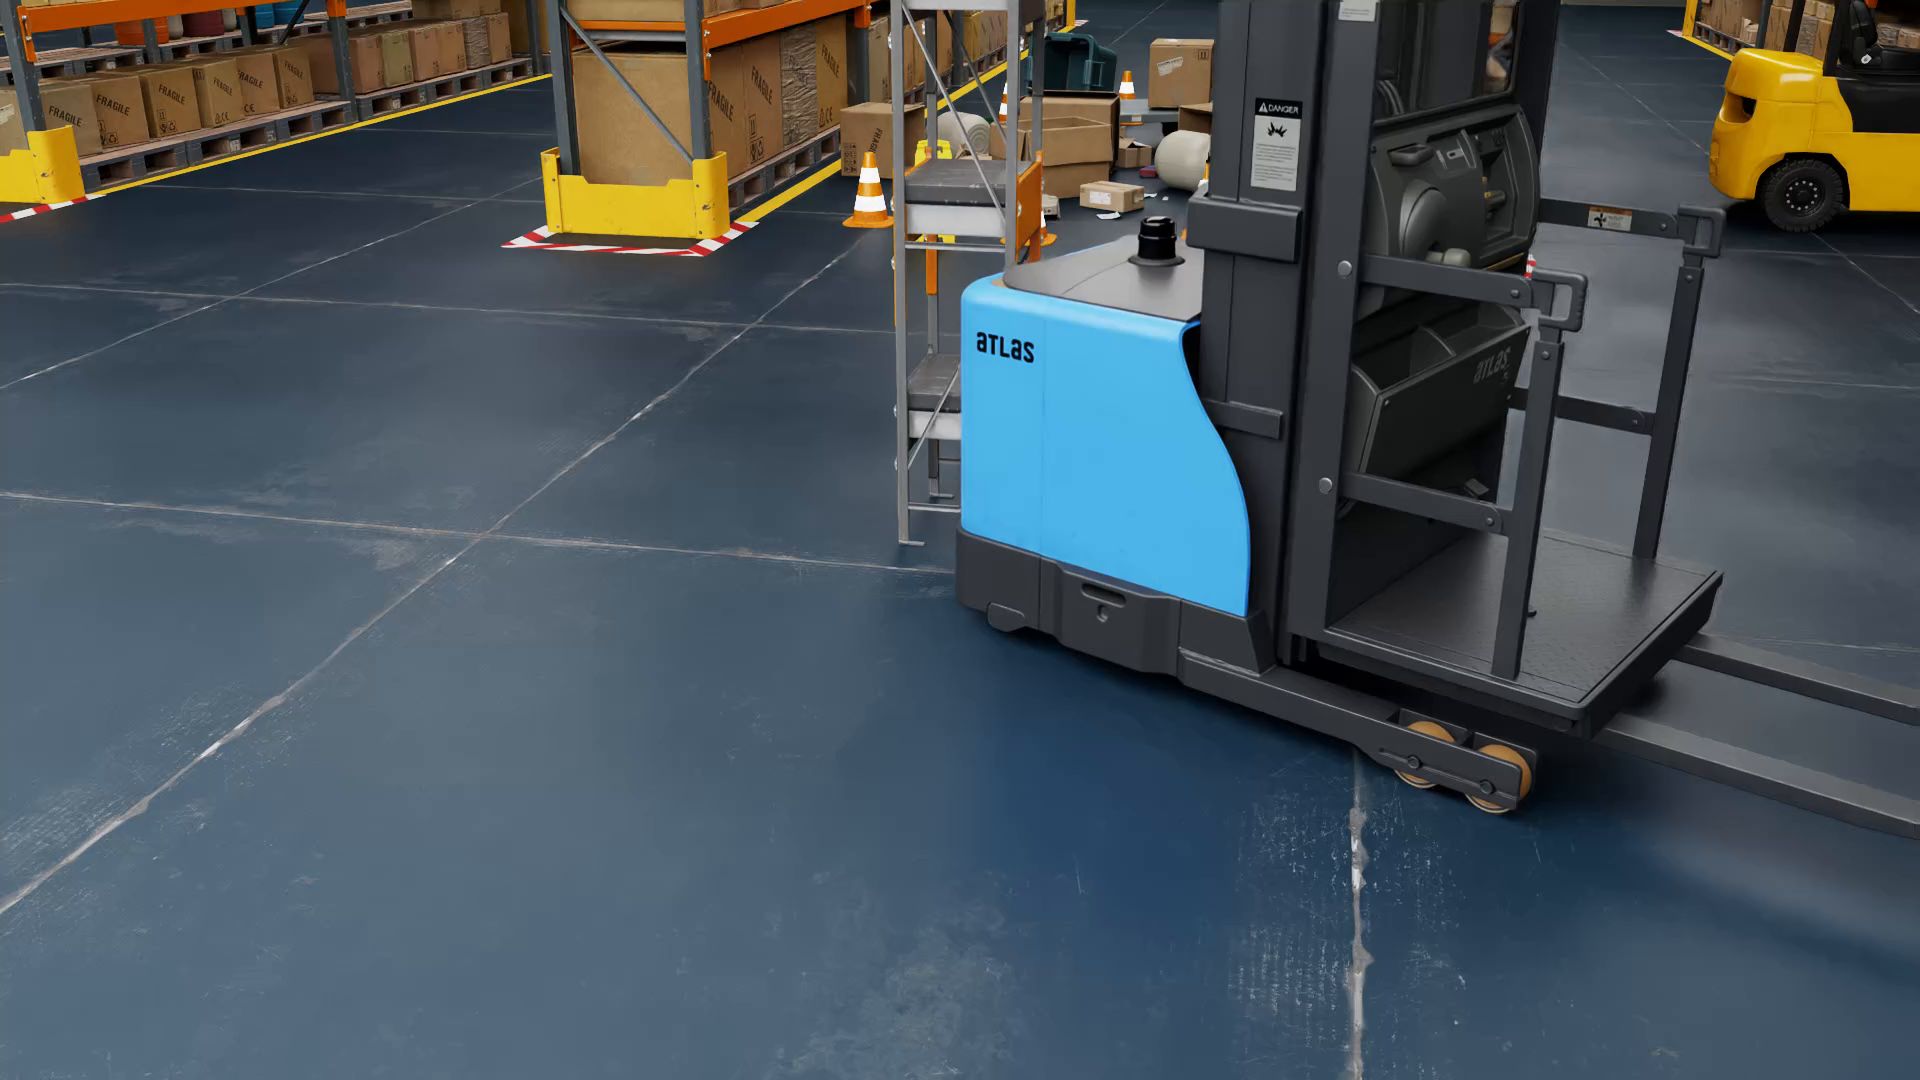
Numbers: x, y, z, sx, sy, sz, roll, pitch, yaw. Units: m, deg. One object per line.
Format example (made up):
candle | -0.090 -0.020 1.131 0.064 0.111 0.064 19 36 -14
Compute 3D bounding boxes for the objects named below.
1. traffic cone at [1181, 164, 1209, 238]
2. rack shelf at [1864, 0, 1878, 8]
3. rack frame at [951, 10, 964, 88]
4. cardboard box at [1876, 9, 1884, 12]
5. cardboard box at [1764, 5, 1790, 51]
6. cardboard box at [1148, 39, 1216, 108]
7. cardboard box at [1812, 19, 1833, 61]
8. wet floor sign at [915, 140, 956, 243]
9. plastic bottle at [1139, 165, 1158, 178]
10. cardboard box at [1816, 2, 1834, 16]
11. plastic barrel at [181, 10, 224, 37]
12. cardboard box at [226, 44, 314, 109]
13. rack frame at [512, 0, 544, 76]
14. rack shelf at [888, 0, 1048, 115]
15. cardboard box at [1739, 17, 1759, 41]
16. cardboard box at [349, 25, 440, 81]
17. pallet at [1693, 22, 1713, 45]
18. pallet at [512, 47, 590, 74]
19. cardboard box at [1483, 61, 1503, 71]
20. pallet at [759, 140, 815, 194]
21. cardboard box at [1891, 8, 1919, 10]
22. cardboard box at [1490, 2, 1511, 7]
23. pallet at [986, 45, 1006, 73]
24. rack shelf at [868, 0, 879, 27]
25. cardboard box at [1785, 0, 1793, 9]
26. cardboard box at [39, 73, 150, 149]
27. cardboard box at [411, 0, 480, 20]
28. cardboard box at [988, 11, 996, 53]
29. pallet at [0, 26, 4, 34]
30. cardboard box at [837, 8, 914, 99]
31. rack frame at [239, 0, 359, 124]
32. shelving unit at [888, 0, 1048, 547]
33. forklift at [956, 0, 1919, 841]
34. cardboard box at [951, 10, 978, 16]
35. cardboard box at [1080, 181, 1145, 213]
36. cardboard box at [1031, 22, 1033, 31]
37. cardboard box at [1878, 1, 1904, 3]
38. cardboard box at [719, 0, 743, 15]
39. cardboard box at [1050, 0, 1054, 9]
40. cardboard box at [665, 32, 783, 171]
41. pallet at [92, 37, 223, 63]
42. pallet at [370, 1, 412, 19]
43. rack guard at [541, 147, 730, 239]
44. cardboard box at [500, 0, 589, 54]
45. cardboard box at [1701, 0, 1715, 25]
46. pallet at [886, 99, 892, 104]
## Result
traffic cone | 1.596 -2.165 10.609 0.336 0.463 0.334 4 22 11
rack shelf | 8.856 -4.570 14.148 1.077 0.370 4.000 4 22 11
rack frame | -0.463 -6.352 17.611 1.000 3.000 0.127 4 22 11
cardboard box | 9.239 -5.366 17.078 0.380 0.149 0.250 4 22 9
cardboard box | 9.761 -5.973 19.454 0.500 0.500 0.500 5 23 13
cardboard box | 1.839 -3.865 13.768 0.500 0.500 0.500 4 22 11
cardboard box | 9.356 -5.215 17.571 0.500 0.500 0.500 5 23 13
wet floor sign | -0.163 -2.173 10.385 0.267 0.644 0.232 1 22 2
plastic bottle | 1.488 -2.857 12.865 0.133 0.061 0.283 8 23 20
cardboard box | 9.515 -5.740 18.005 0.380 0.149 0.250 5 22 11
plastic barrel | -9.833 -6.814 21.424 0.600 0.588 0.708 4 22 11
cardboard box | -6.235 -4.196 15.042 0.500 0.500 0.500 4 22 9
rack frame | -5.298 -6.767 18.641 1.000 3.000 0.127 4 22 11
rack shelf | 0.034 -1.671 5.355 0.431 0.518 0.480 4 22 11
cardboard box | 9.979 -6.381 20.780 0.396 0.266 0.258 5 23 13
cardboard box | -5.738 -4.949 16.885 0.700 0.500 0.500 3 22 6
pallet | 10.719 -6.947 22.822 1.003 0.211 1.213 4 22 11
pallet | -5.063 -5.756 19.864 1.003 0.211 1.213 4 22 11
cardboard box | 3.424 -3.010 11.427 0.500 0.500 0.500 5 22 12
pallet | -1.757 -2.876 12.712 1.003 0.211 1.213 4 22 11
cardboard box | 9.874 -5.422 17.218 0.380 0.149 0.250 3 22 8
cardboard box | 3.140 -3.422 9.804 0.500 0.500 0.500 4 22 10
pallet | -0.051 -5.789 19.946 1.003 0.211 1.213 4 22 11
rack shelf | -0.871 -5.287 15.929 1.077 0.370 4.000 4 22 11
cardboard box | 9.766 -6.216 19.188 0.380 0.149 0.250 4 22 9
cardboard box | -6.698 -3.325 12.878 0.500 0.500 0.500 11 24 25
cardboard box | -5.503 -5.718 17.788 0.500 0.250 0.500 7 23 17
cardboard box | 0.131 -5.999 19.517 0.500 0.500 0.500 4 22 10
pallet | -14.308 -7.393 23.927 1.003 0.211 1.213 4 22 11
cardboard box | -1.040 -4.627 15.776 1.050 0.750 0.750 4 22 11
rack frame | -6.114 -5.304 15.009 1.000 3.000 0.127 4 22 11
shelving unit | 0.034 -1.035 5.612 0.431 2.100 0.503 4 22 11
forklift | 1.444 -0.900 4.165 3.031 2.935 1.130 17 28 36
cardboard box | -0.085 -5.969 18.440 0.500 0.250 0.500 3 22 8
cardboard box | 1.061 -2.397 11.605 0.380 0.149 0.250 18 28 38
cardboard box | 0.797 -6.893 22.209 0.380 0.149 0.250 5 22 13
cardboard box | 10.065 -5.801 18.157 0.380 0.149 0.250 5 22 12
cardboard box | -1.973 -3.838 11.167 0.875 0.550 0.550 4 22 11
cardboard box | 1.144 -7.693 23.796 0.380 0.149 0.250 5 22 12
cardboard box | -1.844 -3.211 12.092 0.875 0.875 0.875 4 22 10
pallet | -10.026 -6.143 20.824 1.003 0.211 1.213 4 22 11
pallet | -8.720 -8.478 26.623 1.003 0.211 1.213 4 22 11
rack guard | -2.100 -2.258 10.791 1.175 0.500 0.348 4 22 11
cardboard box | -5.137 -6.227 19.583 1.225 0.875 0.875 3 22 8
cardboard box | 10.679 -7.381 22.944 0.797 0.503 0.637 4 22 9
pallet | -1.195 -3.884 15.214 1.003 0.211 1.213 4 22 11
